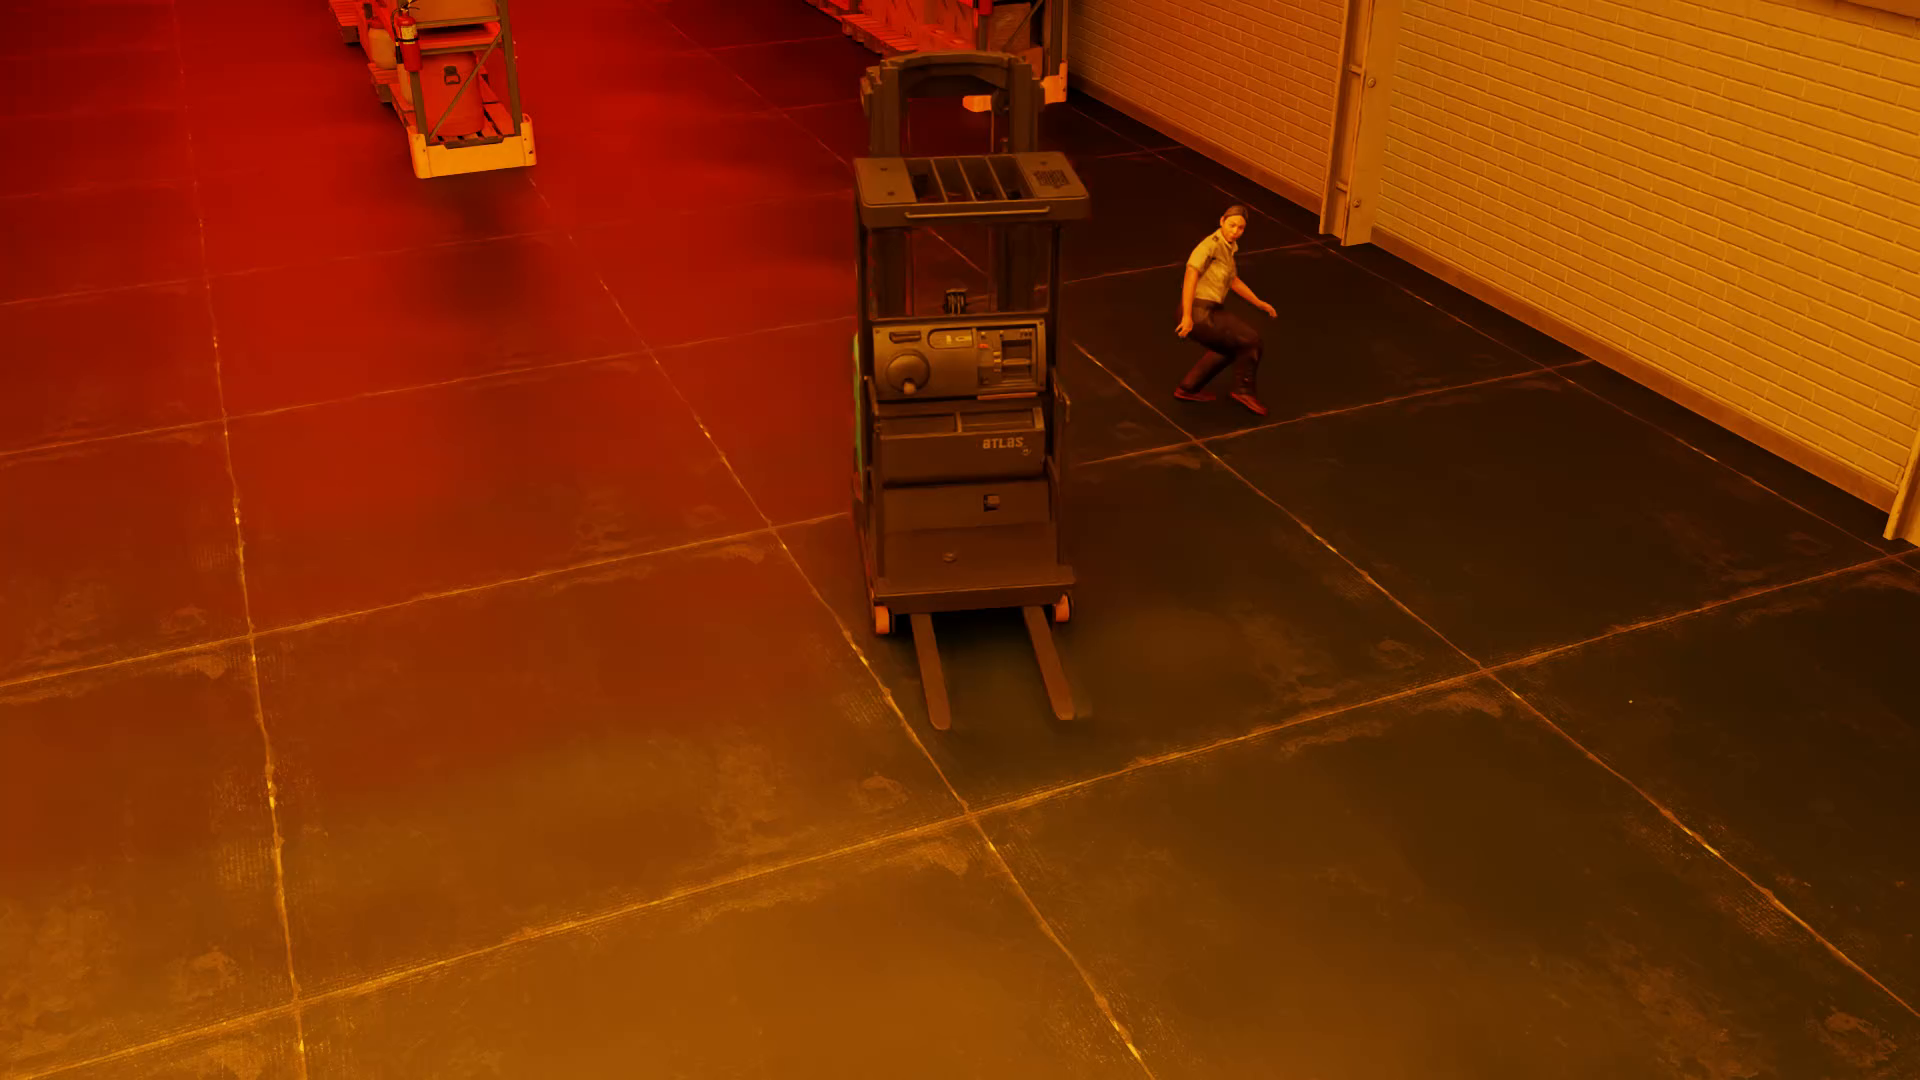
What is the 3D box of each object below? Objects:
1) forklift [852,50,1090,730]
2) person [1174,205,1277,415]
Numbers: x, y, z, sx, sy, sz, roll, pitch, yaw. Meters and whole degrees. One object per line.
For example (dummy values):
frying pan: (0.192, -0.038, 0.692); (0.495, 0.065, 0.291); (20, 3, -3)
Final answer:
forklift: (0.029, -0.931, 8.748); (1.130, 2.935, 3.031); (-4, 30, -6)
person: (1.812, -1.533, 11.319); (0.713, 1.460, 0.705); (2, 30, 4)
